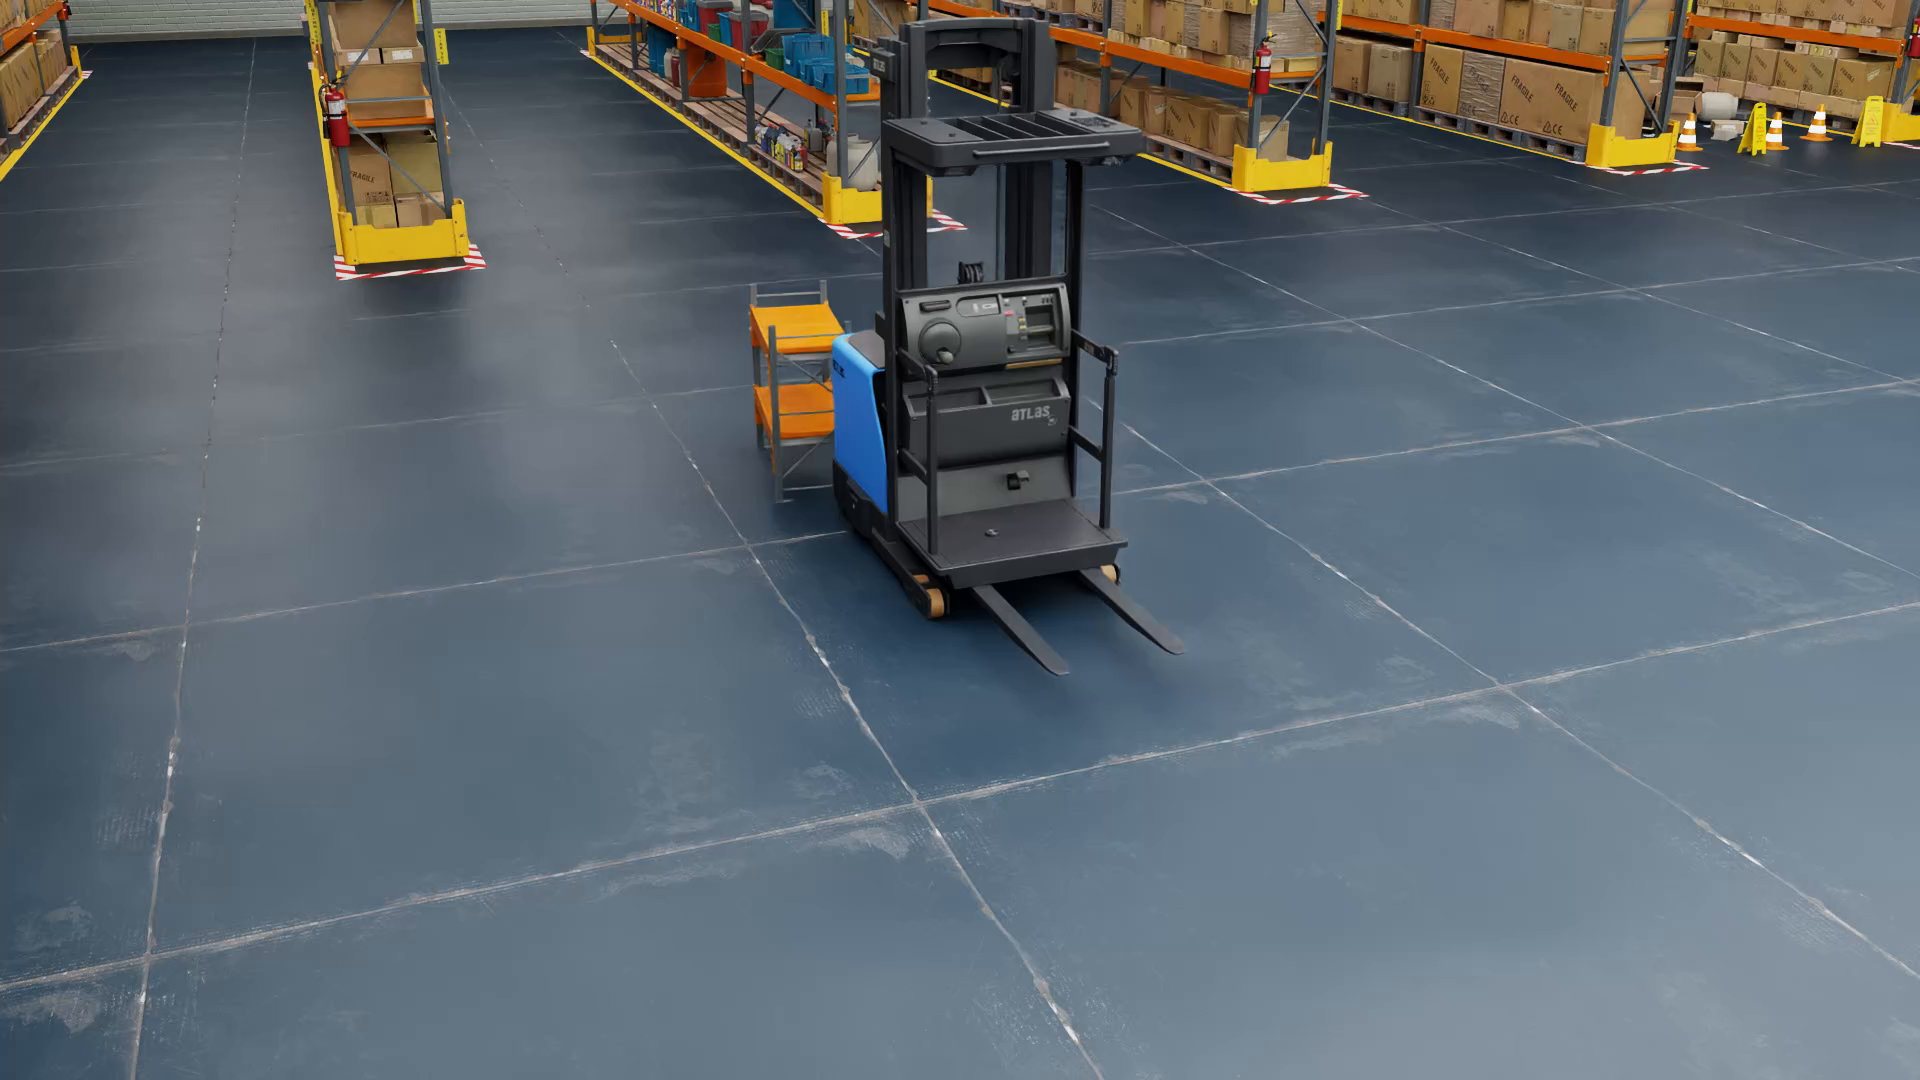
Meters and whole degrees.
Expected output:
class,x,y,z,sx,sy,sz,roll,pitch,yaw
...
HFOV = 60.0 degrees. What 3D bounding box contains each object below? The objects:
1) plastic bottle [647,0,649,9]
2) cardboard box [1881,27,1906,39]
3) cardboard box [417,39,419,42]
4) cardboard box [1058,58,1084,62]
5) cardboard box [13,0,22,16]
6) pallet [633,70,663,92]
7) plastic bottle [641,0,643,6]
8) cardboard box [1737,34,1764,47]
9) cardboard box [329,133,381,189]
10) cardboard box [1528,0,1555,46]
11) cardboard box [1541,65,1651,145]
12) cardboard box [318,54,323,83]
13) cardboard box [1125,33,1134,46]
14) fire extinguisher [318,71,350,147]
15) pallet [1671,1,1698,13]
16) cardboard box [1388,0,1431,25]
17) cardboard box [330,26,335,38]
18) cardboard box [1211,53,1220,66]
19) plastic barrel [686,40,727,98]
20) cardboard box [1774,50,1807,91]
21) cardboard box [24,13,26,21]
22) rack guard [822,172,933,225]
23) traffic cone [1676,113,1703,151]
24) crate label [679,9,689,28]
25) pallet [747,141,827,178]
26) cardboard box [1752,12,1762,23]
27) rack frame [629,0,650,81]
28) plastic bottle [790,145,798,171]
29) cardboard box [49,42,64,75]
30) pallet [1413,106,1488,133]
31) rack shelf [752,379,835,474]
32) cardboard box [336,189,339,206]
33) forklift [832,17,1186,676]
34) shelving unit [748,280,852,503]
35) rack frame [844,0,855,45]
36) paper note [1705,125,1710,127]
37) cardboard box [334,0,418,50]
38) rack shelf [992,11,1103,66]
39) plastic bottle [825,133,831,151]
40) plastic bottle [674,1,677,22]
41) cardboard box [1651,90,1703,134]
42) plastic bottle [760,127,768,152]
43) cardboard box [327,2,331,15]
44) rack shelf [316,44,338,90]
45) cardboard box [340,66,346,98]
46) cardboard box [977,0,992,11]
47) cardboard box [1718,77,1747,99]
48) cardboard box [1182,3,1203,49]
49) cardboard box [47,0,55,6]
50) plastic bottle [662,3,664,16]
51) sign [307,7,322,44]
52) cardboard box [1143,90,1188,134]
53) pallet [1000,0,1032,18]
class,x,y,z,sx,sy,sz,roll,pitch,yaw
plastic bottle,-4.905,-8.525,26.370,0.097,0.201,0.097,0,23,0
cardboard box,12.757,-6.889,22.557,0.380,0.149,0.250,-8,24,-17
cardboard box,-5.571,-4.885,16.513,0.380,0.149,0.250,-8,24,-19
cardboard box,1.455,-7.056,25.281,0.700,0.500,0.500,-10,25,-23
cardboard box,-13.735,-7.735,23.703,0.500,0.500,0.500,-8,24,-19
pallet,-4.821,-7.648,27.625,1.003,0.211,1.213,-8,24,-19
plastic bottle,-5.103,-8.761,26.840,0.097,0.271,0.097,0,23,0
cardboard box,11.803,-7.431,24.718,0.380,0.149,0.250,-7,24,-17
cardboard box,-6.286,-3.968,17.337,0.500,0.500,0.500,-8,24,-19
cardboard box,8.025,-6.798,21.824,0.875,0.550,0.550,-8,24,-19
cardboard box,8.192,-5.634,21.451,0.875,0.875,0.875,-8,24,-19
cardboard box,-9.747,-7.383,26.057,0.500,0.500,0.500,-9,25,-21
cardboard box,2.390,-6.577,21.817,0.380,0.149,0.250,-8,24,-19
fire extinguisher,-5.844,-4.039,15.570,0.296,0.674,0.183,-8,24,-19
pallet,11.542,-8.561,26.447,1.003,0.211,1.213,-8,24,-19
cardboard box,6.646,-7.835,24.349,0.500,0.500,0.500,-8,24,-19
cardboard box,-6.491,-5.388,17.706,0.380,0.149,0.250,-9,25,-21
cardboard box,3.226,-5.766,19.892,0.380,0.149,0.250,-8,24,-19
plastic barrel,-3.831,-7.135,25.070,0.600,0.830,0.708,-8,24,-19
cardboard box,12.203,-6.799,24.054,0.500,0.500,0.500,-9,24,-20
cardboard box,-13.939,-7.670,24.383,0.380,0.149,0.250,-8,24,-18
rack guard,-0.887,-3.729,17.953,1.175,0.500,0.348,-8,24,-19
traffic cone,9.635,-5.401,21.970,0.336,0.463,0.334,-8,24,-19
crate label,-3.844,-7.484,23.861,0.303,0.233,0.416,-8,24,-19
pallet,-2.031,-4.778,20.814,1.003,0.211,1.213,-8,24,-19
cardboard box,11.925,-7.714,24.512,0.380,0.149,0.250,-8,24,-19
rack frame,-5.055,-9.220,27.762,1.000,3.000,0.127,-8,24,-19
plastic bottle,-1.933,-4.457,19.395,0.061,0.283,0.133,-8,24,-18
cardboard box,-15.219,-7.933,27.387,0.700,0.500,0.500,-8,24,-19
pallet,7.276,-6.064,23.866,1.003,0.211,1.213,-8,24,-19
rack shelf,-1.009,-0.742,10.692,0.538,0.278,1.000,-5,23,-12
cardboard box,-6.283,-3.623,17.484,0.500,0.250,0.500,-8,24,-19
forklift,0.224,-1.115,8.622,1.130,2.935,3.031,-8,24,-19
shelving unit,-1.009,-0.967,10.597,0.538,1.125,1.048,-5,23,-12
rack frame,-1.834,-11.352,32.823,1.000,3.000,0.127,-8,24,-19
paper note,10.733,-5.925,23.782,0.148,0.019,0.142,0,23,-1
cardboard box,-5.623,-5.016,15.989,0.700,0.500,0.500,-8,24,-19
rack shelf,1.698,-7.387,24.342,1.077,0.370,4.000,-8,24,-19
plastic bottle,-1.596,-4.808,20.226,0.061,0.283,0.133,-8,24,-19
plastic bottle,-4.184,-7.801,24.546,0.061,0.283,0.133,-8,24,-19
cardboard box,10.100,-6.039,23.430,0.637,0.503,0.797,12,26,27
plastic bottle,-2.387,-4.971,20.622,0.152,0.276,0.135,-7,24,-17
cardboard box,-8.605,-7.541,23.110,0.700,0.500,0.500,-18,29,-36
rack shelf,-7.571,-6.030,21.120,1.077,0.370,4.000,-8,24,-19
cardboard box,-6.154,-4.961,17.529,0.700,0.500,0.500,-8,24,-17
cardboard box,0.586,-8.637,26.251,0.500,0.500,0.500,-8,24,-17
cardboard box,11.831,-6.835,25.103,0.500,0.250,0.500,-7,24,-16
cardboard box,3.224,-6.278,20.272,0.875,0.500,0.500,-8,24,-19
cardboard box,-15.279,-9.005,26.867,0.980,0.700,0.700,-9,24,-19
plastic bottle,-4.495,-8.104,25.370,0.097,0.201,0.097,0,23,0
sign,-5.964,-4.754,15.372,0.100,0.325,0.005,-8,24,-19
cardboard box,2.718,-5.676,22.033,0.500,0.500,0.500,-1,23,-2
pallet,1.343,-8.113,25.384,1.213,0.211,1.003,-8,24,-19
